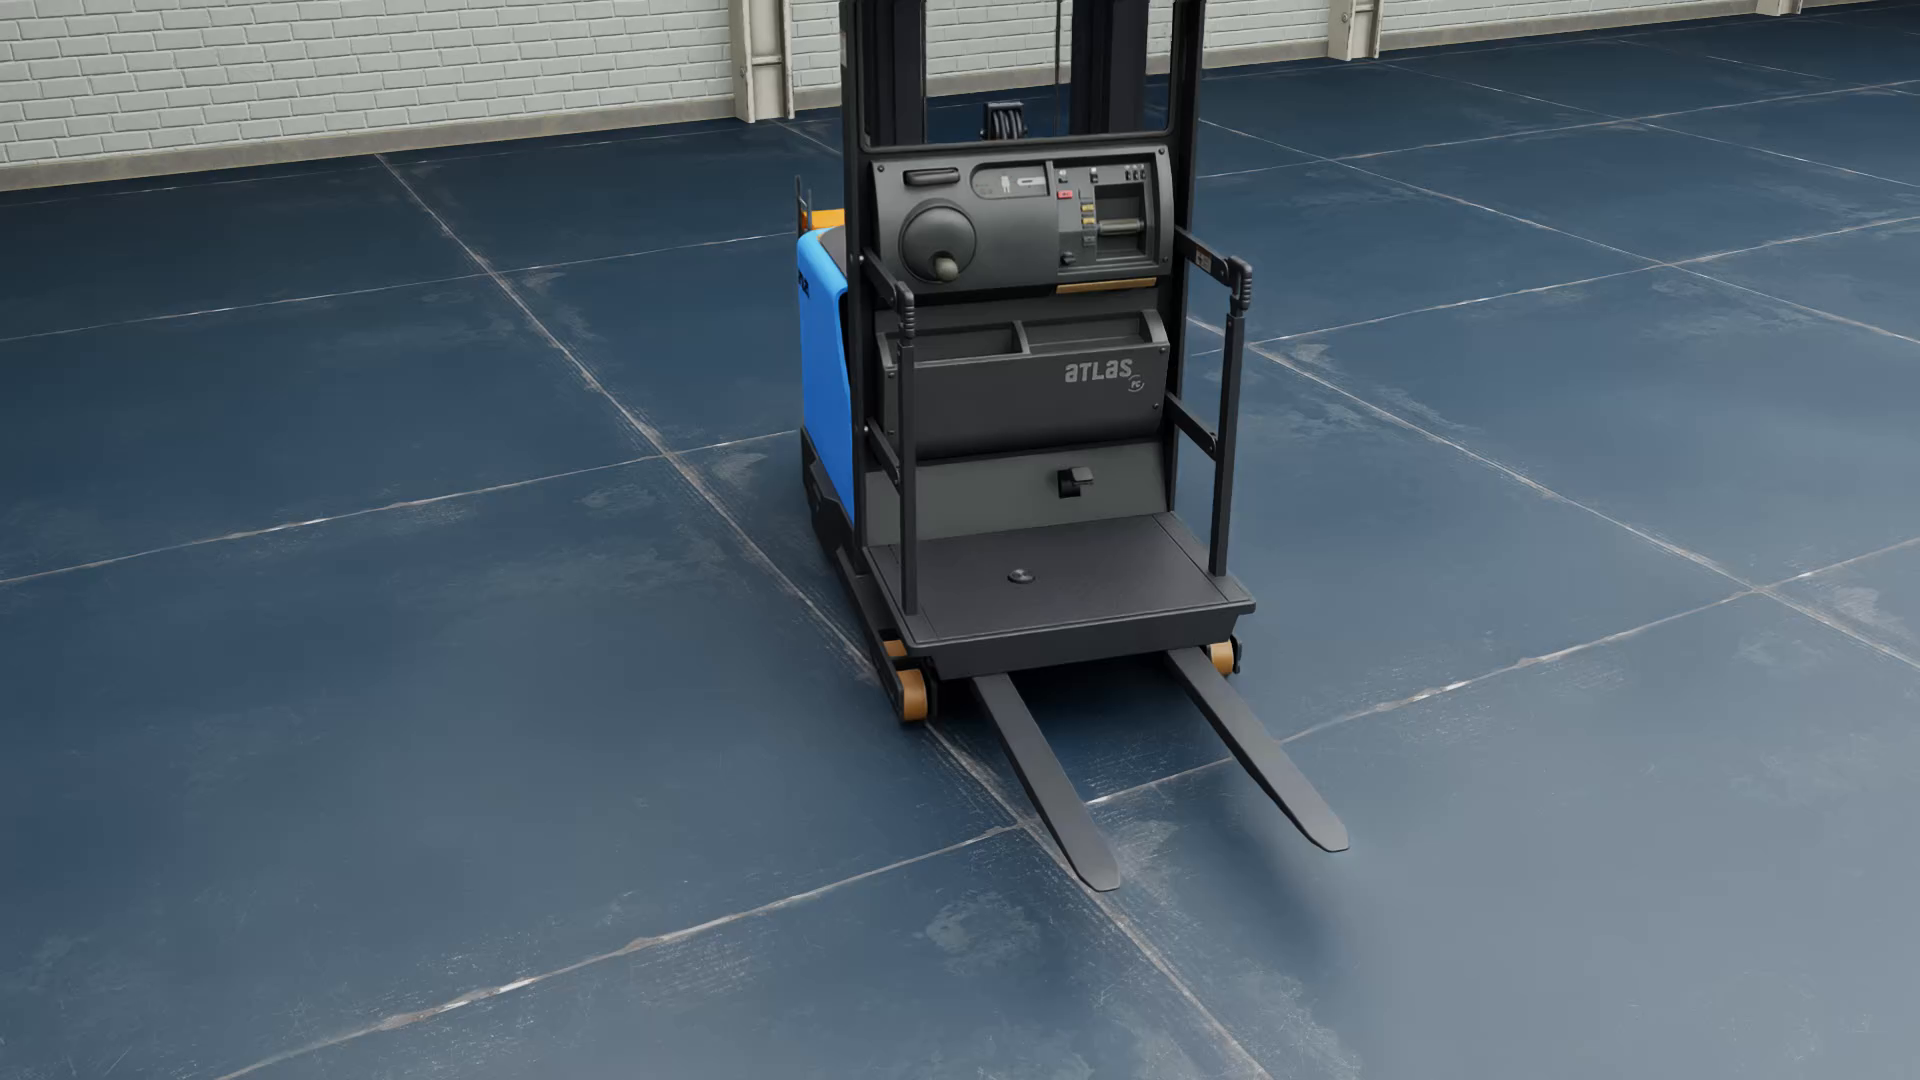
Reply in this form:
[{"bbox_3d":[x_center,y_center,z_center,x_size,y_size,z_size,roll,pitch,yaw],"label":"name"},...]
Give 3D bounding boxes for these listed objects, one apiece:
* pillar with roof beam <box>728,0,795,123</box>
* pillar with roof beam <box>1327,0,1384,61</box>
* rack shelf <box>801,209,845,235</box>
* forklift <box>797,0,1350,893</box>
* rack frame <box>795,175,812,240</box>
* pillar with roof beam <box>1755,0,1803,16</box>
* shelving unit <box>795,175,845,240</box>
[{"bbox_3d":[0.464,-5.793,7.919,0.400,9.000,9.100,-13,29,-25],"label":"pillar with roof beam"},{"bbox_3d":[5.759,-7.015,10.464,0.400,9.000,9.100,-13,29,-25],"label":"pillar with roof beam"},{"bbox_3d":[-0.360,-1.195,6.444,0.480,0.148,0.258,-7,26,-14],"label":"rack shelf"},{"bbox_3d":[0.257,-0.949,4.840,1.130,2.935,3.031,-7,26,-14],"label":"forklift"},{"bbox_3d":[-0.595,-0.812,6.555,0.015,1.200,0.240,-7,26,-14],"label":"rack frame"},{"bbox_3d":[11.053,-8.237,13.009,0.400,9.000,9.100,-13,29,-25],"label":"pillar with roof beam"},{"bbox_3d":[-0.360,-0.840,6.614,0.503,1.200,0.258,-7,26,-14],"label":"shelving unit"}]
